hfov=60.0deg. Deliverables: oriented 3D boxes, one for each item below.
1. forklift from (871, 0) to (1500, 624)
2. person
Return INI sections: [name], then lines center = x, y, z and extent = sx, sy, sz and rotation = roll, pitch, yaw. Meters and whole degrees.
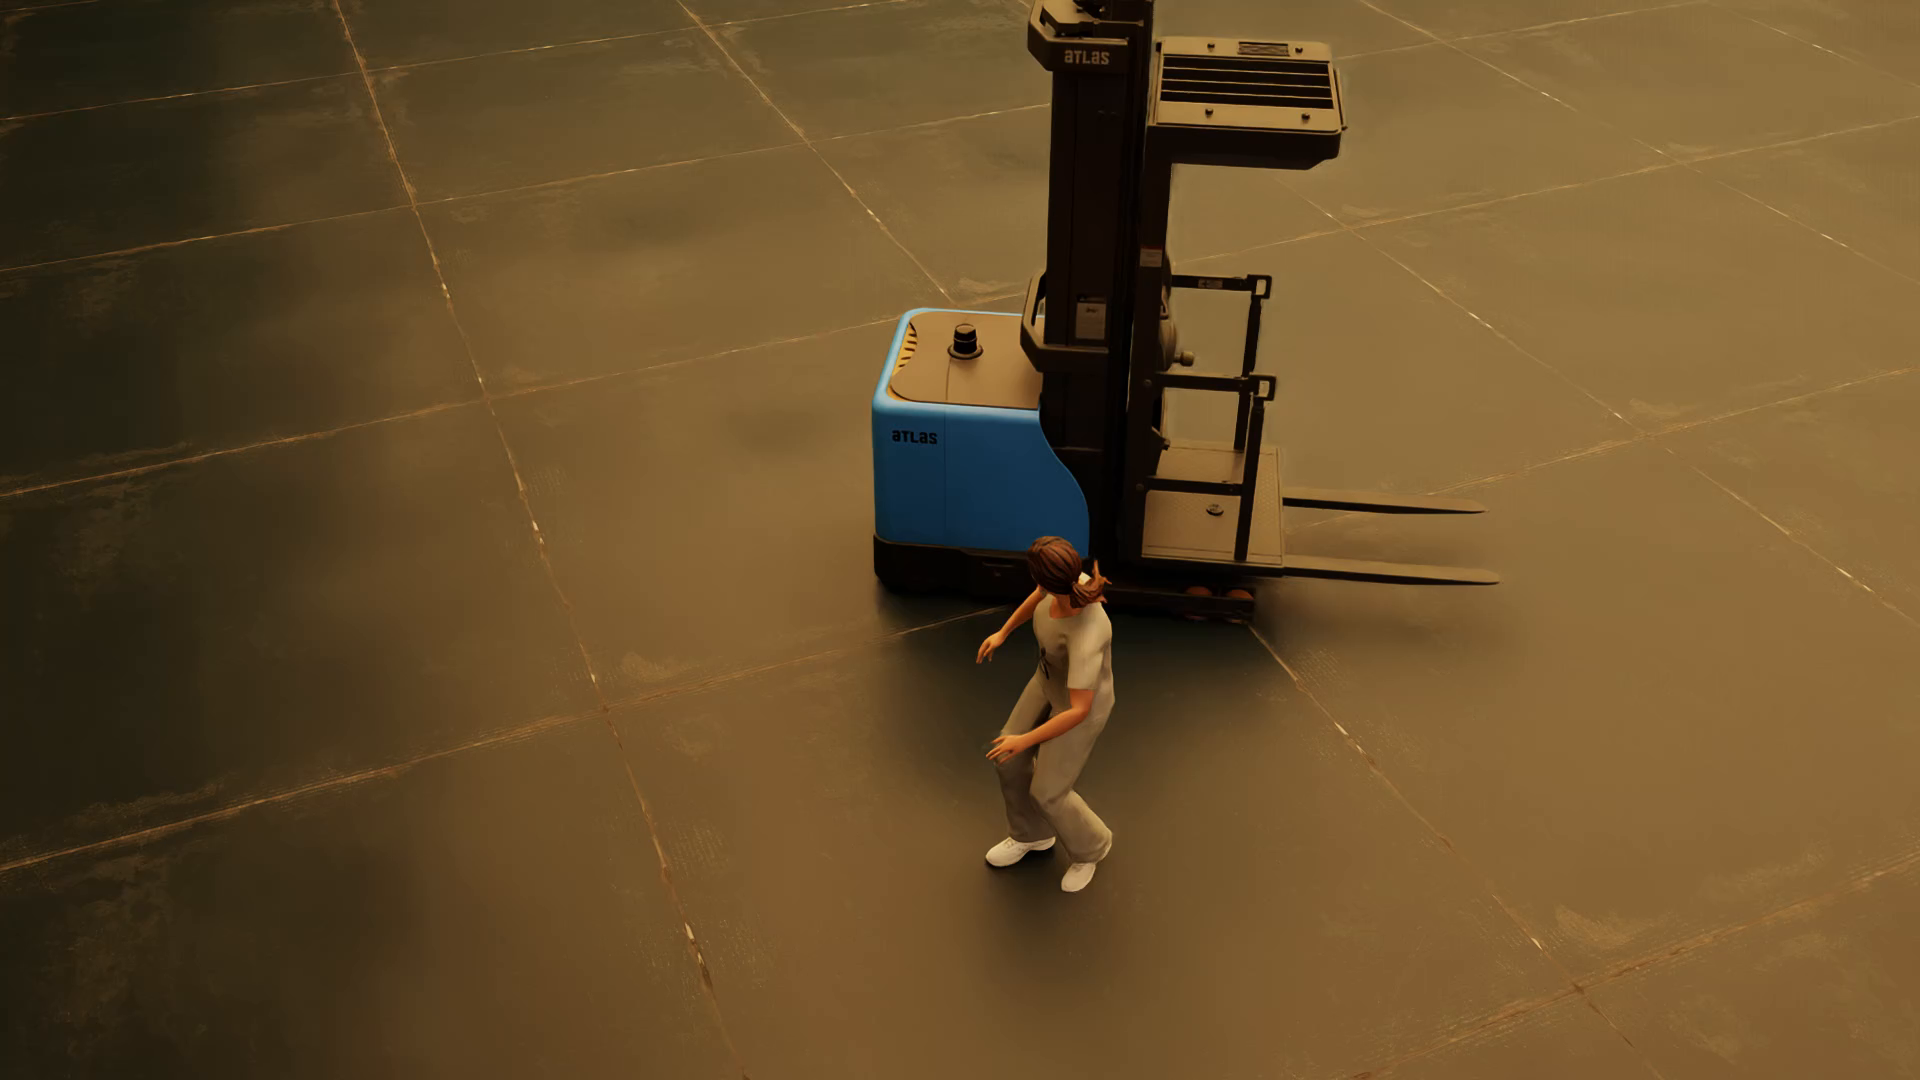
[forklift]
center = 1.131, -1.118, 7.671
extent = 3.031, 2.935, 1.130
rotation = 4, 36, 6
[person]
center = 0.295, 0.659, 6.347
extent = 0.622, 1.600, 0.682
rotation = -15, 38, -20
